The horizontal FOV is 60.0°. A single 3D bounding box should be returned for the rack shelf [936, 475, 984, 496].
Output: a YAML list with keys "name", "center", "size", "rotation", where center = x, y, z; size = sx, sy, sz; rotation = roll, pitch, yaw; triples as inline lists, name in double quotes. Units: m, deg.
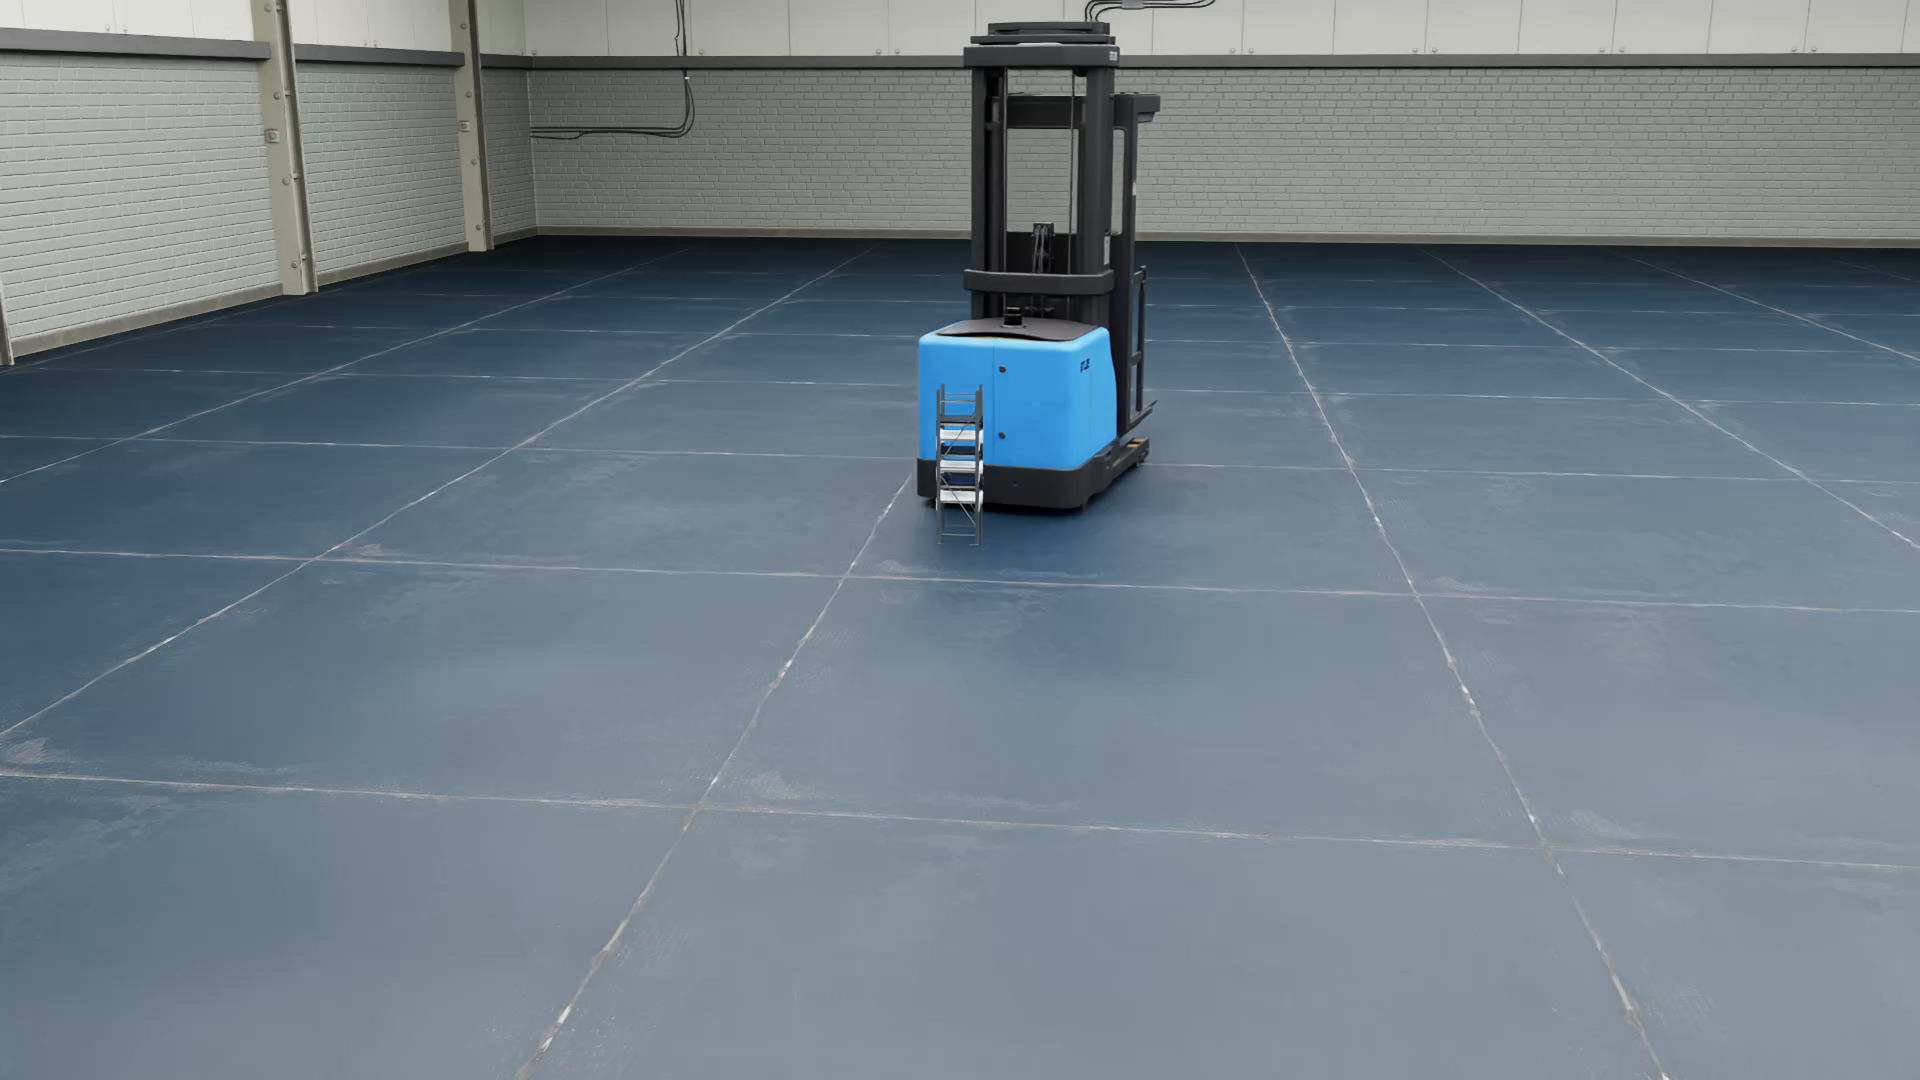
- name: "rack shelf"
  center: [-0.001, -0.313, 9.569]
  size: [0.258, 0.077, 0.200]
  rotation: [2, 15, 6]

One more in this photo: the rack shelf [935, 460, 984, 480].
- name: "rack shelf"
  center: [-0.001, -0.400, 9.546]
  size: [0.258, 0.077, 0.200]
  rotation: [2, 15, 6]

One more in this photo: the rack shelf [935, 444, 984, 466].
- name: "rack shelf"
  center: [-0.001, -0.487, 9.522]
  size: [0.258, 0.077, 0.200]
  rotation: [2, 15, 6]

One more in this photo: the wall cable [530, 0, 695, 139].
- name: "wall cable"
  center: [-6.196, -8.315, 29.121]
  size: [3.097, 2.526, 0.112]
  rotation: [2, 15, 6]

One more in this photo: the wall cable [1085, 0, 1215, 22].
- name: "wall cable"
  center: [3.235, -11.172, 27.223]
  size: [2.305, 6.003, 0.169]
  rotation: [2, 15, 6]

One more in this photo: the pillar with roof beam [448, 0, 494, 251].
- name: "pillar with roof beam"
  center: [-3.565, -8.962, 25.565]
  size: [9.100, 9.000, 0.400]
  rotation: [2, 15, 6]

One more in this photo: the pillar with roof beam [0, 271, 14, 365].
- name: "pillar with roof beam"
  center: [-4.919, -5.849, 14.055]
  size: [9.100, 9.000, 0.400]
  rotation: [2, 15, 6]

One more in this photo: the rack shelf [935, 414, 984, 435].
- name: "rack shelf"
  center: [-0.001, -0.661, 9.475]
  size: [0.258, 0.077, 0.200]
  rotation: [2, 15, 6]

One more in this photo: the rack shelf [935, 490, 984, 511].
- name: "rack shelf"
  center: [-0.001, -0.226, 9.592]
  size: [0.258, 0.077, 0.200]
  rotation: [2, 15, 6]

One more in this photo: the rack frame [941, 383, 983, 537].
- name: "rack frame"
  center: [0.011, -0.459, 9.634]
  size: [0.240, 0.900, 0.006]
  rotation: [2, 15, 6]

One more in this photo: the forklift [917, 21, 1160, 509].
- name: "forklift"
  center: [0.697, -1.945, 11.240]
  size: [1.130, 2.935, 3.031]
  rotation: [5, 16, 19]

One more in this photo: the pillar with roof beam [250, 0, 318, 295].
- name: "pillar with roof beam"
  center: [-4.242, -7.406, 19.810]
  size: [9.100, 9.000, 0.400]
  rotation: [2, 15, 6]

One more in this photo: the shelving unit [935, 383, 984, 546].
- name: "shelving unit"
  center: [-0.001, -0.432, 9.537]
  size: [0.258, 0.900, 0.210]
  rotation: [2, 15, 6]

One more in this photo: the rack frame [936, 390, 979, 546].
- name: "rack frame"
  center: [-0.012, -0.406, 9.439]
  size: [0.240, 0.900, 0.006]
  rotation: [2, 15, 6]

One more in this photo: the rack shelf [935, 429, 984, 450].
- name: "rack shelf"
  center: [-0.001, -0.574, 9.499]
  size: [0.258, 0.077, 0.200]
  rotation: [2, 15, 6]
